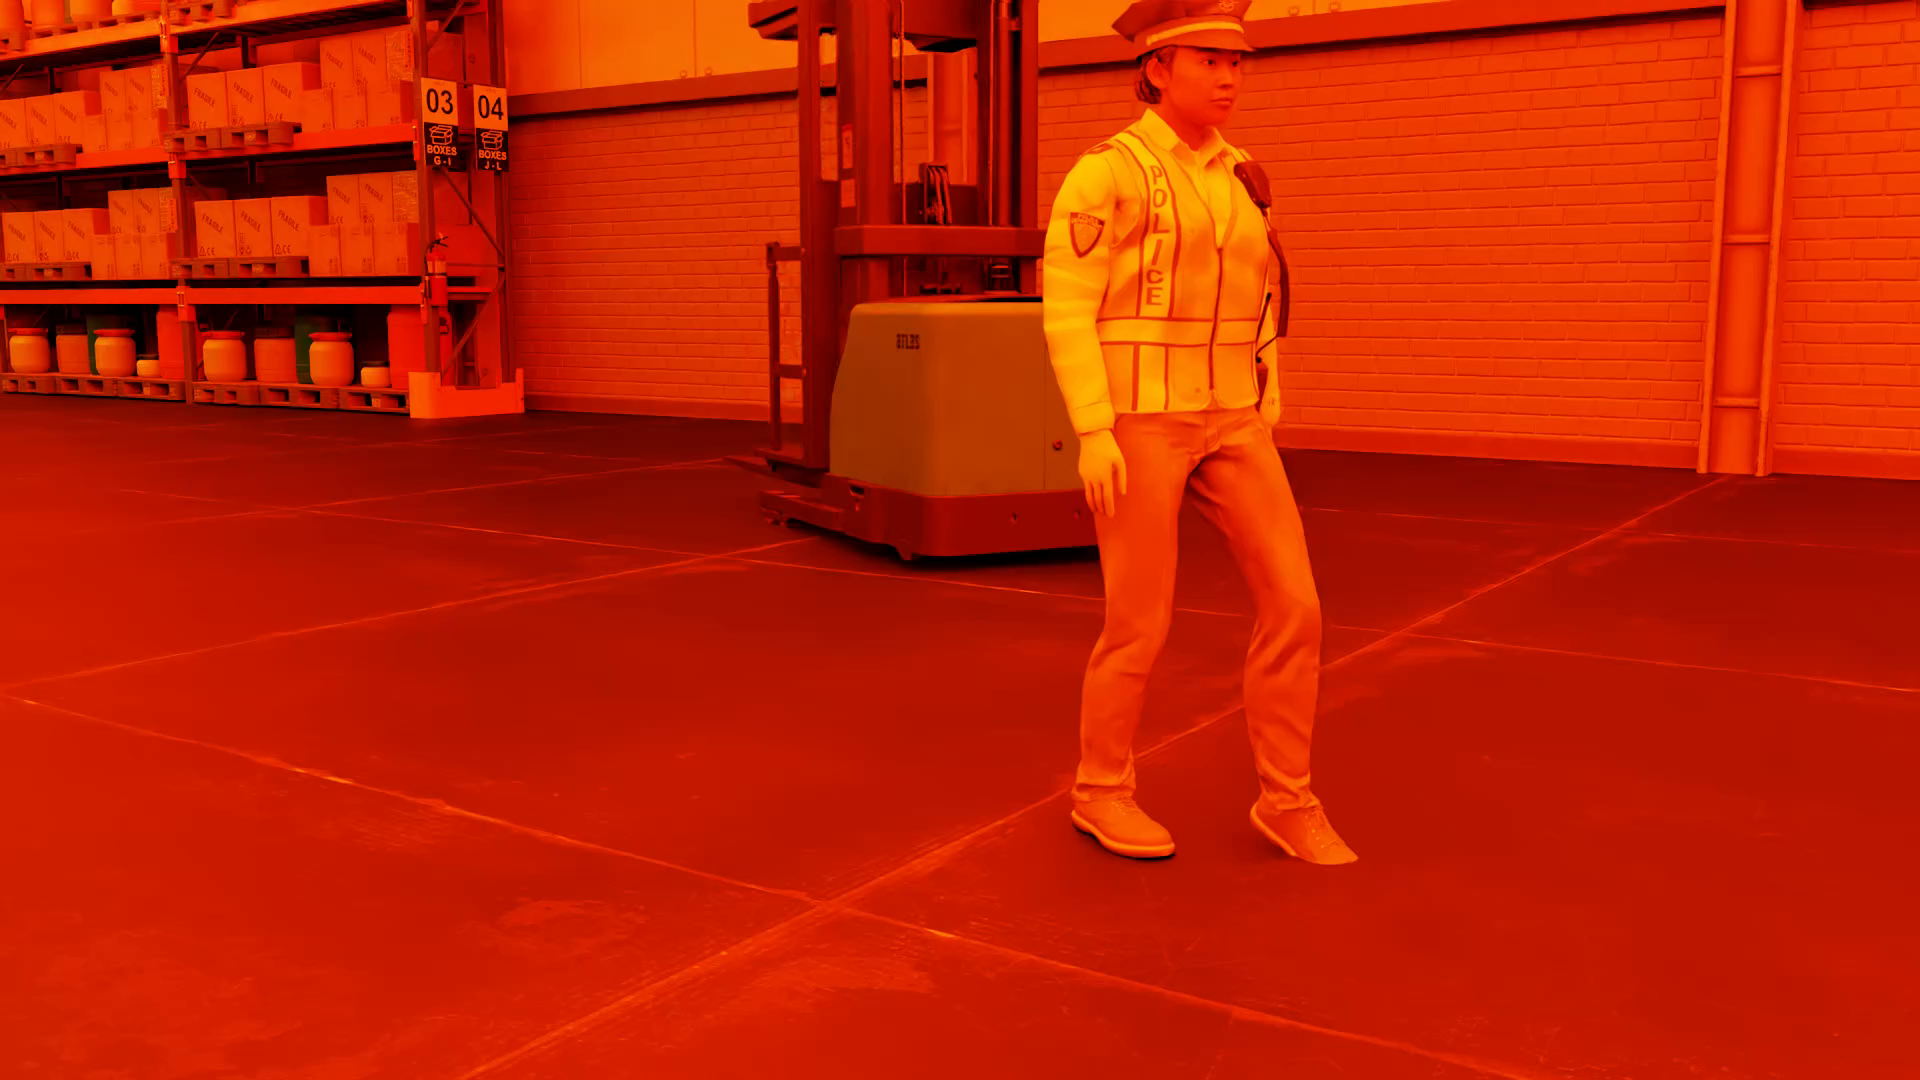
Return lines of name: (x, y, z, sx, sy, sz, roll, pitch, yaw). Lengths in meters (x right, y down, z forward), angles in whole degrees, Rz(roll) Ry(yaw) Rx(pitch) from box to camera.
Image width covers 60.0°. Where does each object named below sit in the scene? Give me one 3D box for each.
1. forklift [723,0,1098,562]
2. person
forklift: (-0.339, -1.532, 7.964, 1.130, 2.935, 3.031, -4, 9, -27)
person: (0.445, -0.172, 3.171, 0.582, 1.721, 0.519, -5, 9, -30)
